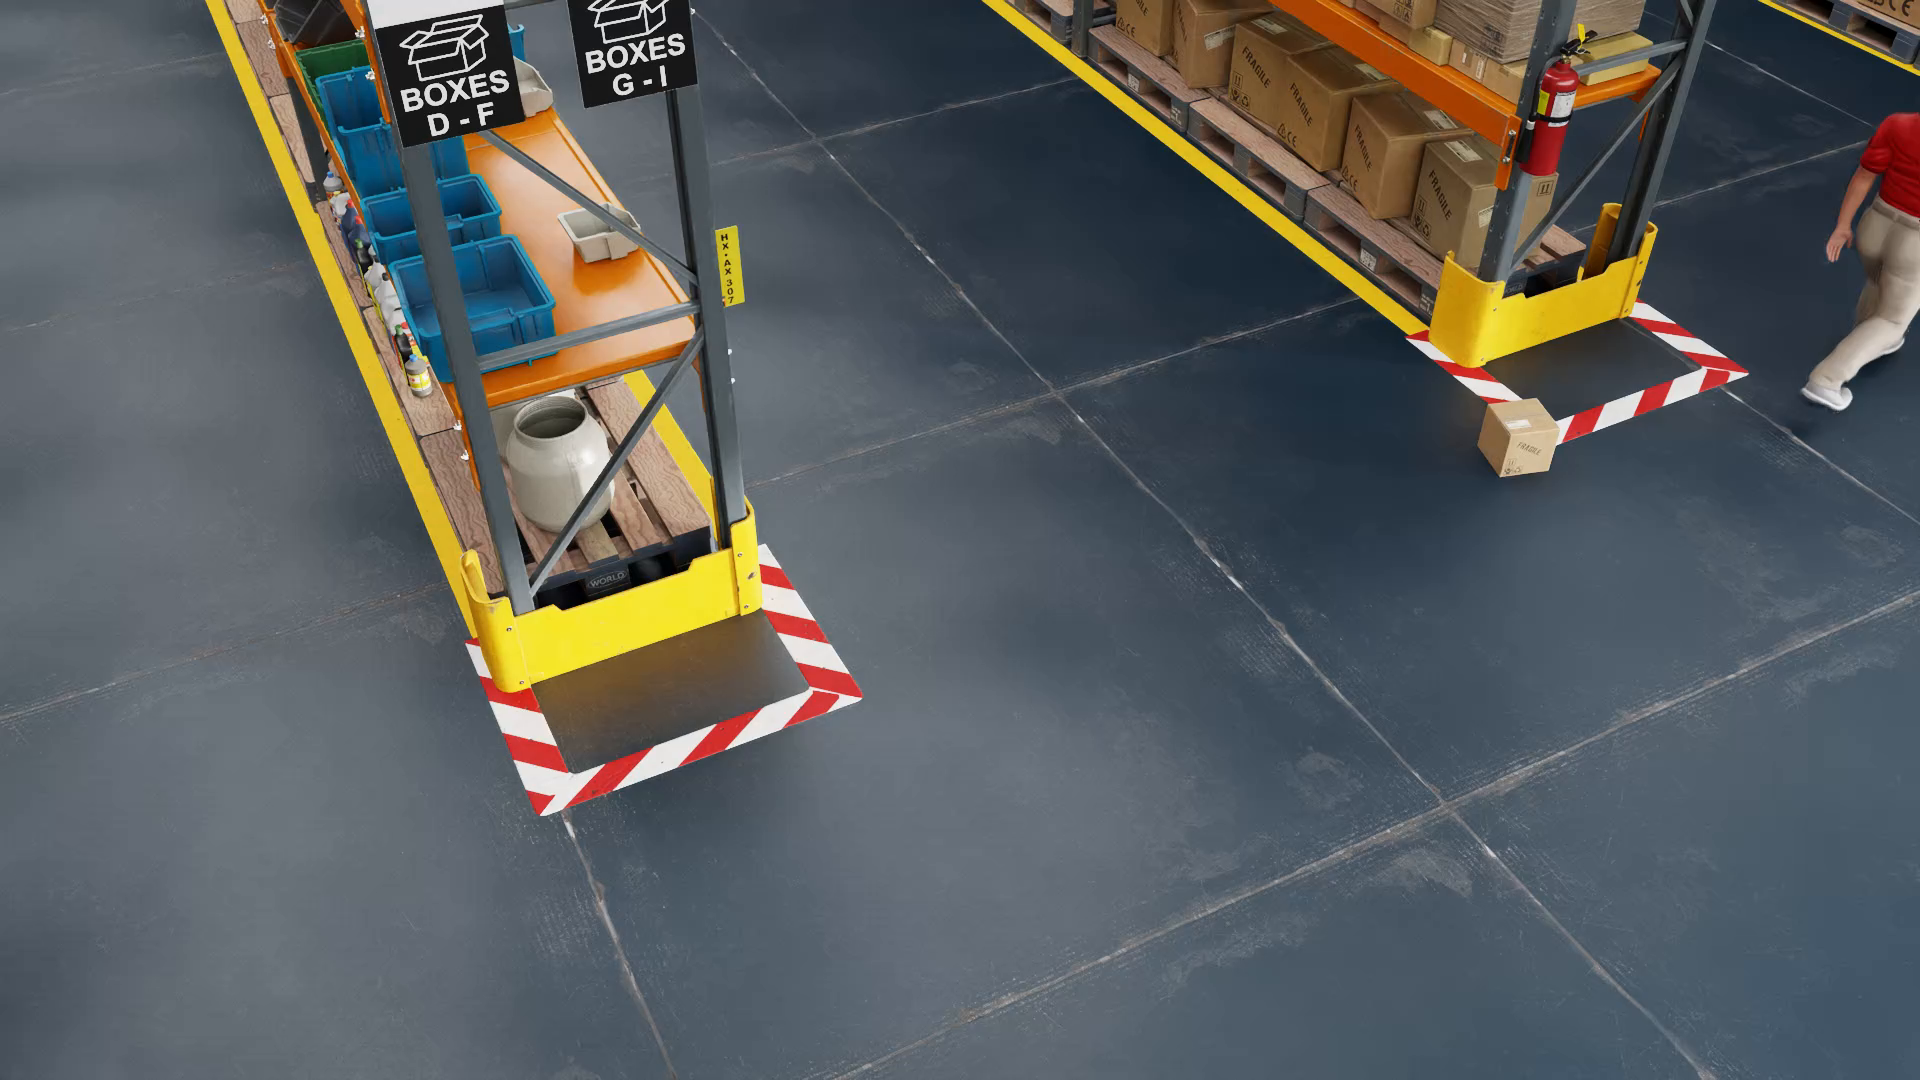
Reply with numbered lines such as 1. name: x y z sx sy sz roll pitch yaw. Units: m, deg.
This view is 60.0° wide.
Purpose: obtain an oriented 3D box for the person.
1. person: 4.431 -1.443 7.835 1.030 1.673 0.530 -21 45 -22
